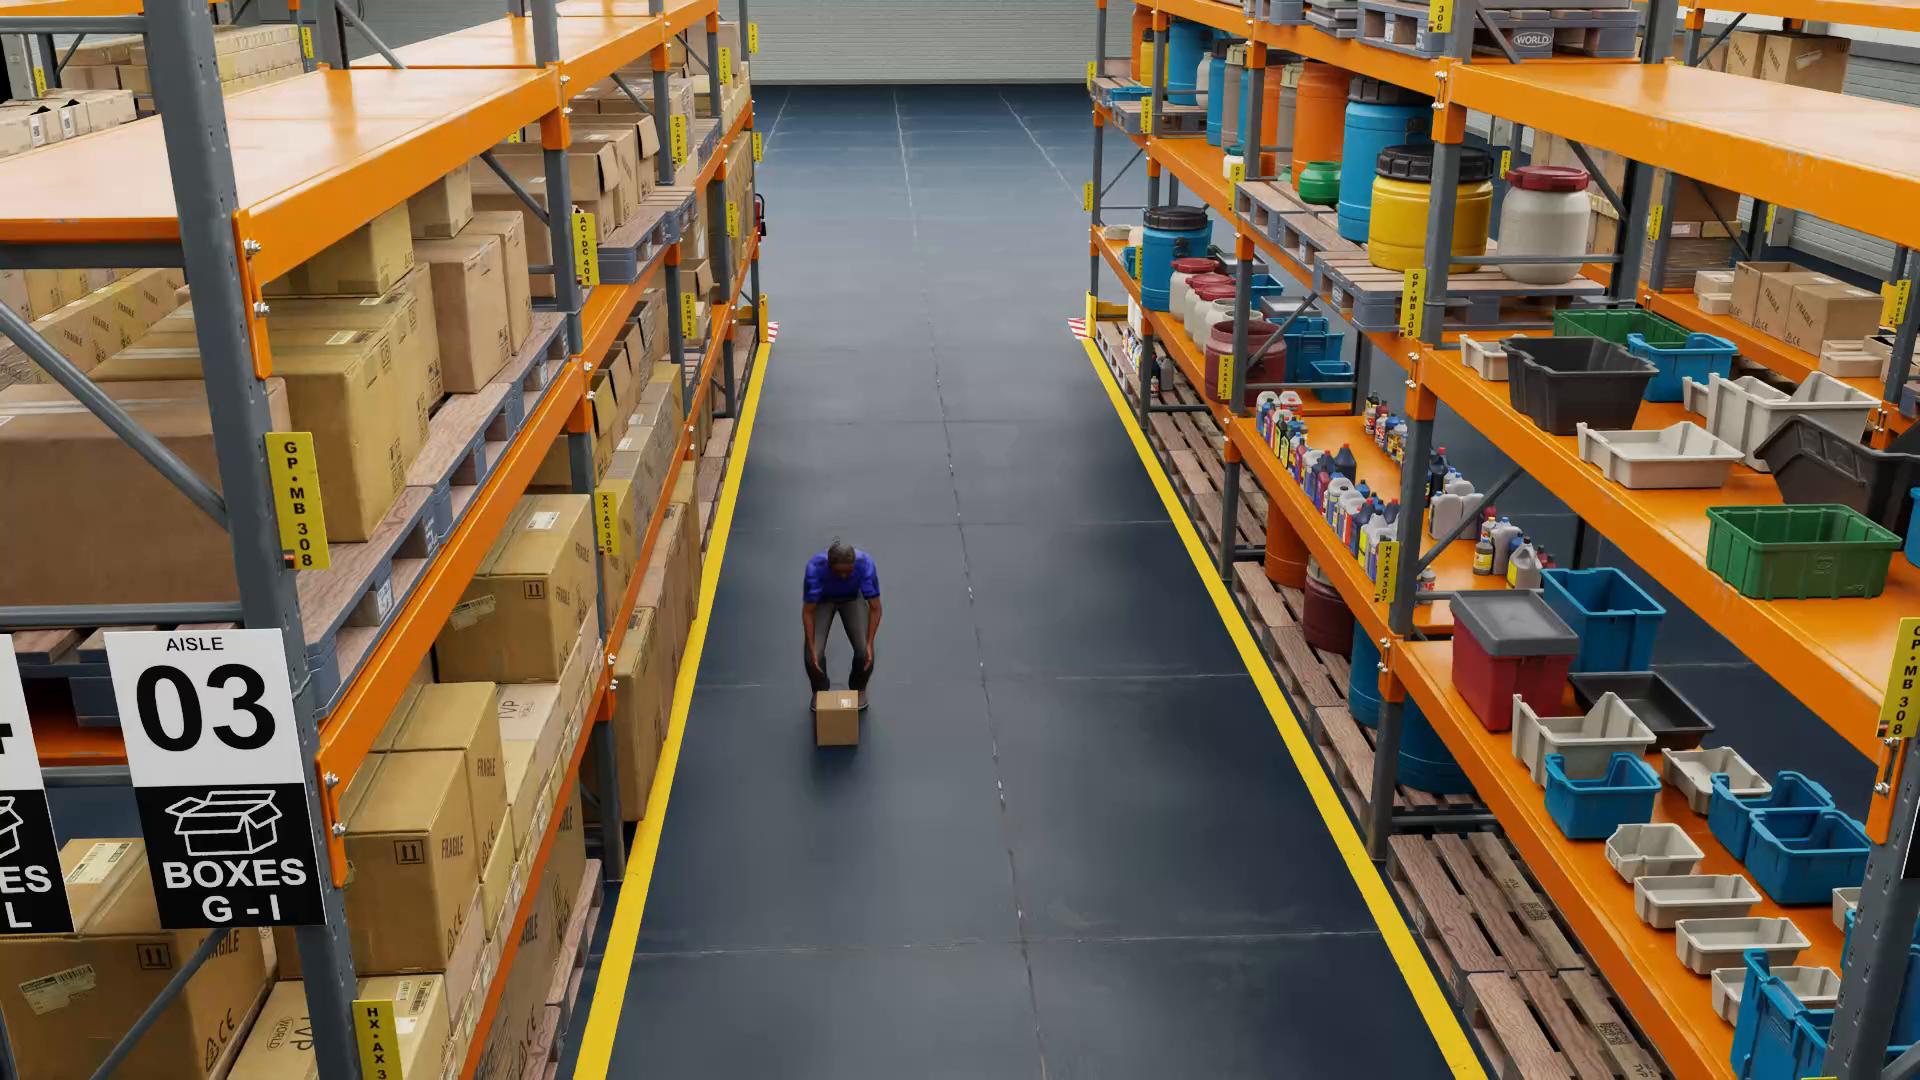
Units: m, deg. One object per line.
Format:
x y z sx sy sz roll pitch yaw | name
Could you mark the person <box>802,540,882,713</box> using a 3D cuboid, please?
-0.734 0.492 10.407 0.496 1.219 0.709 -1 21 -3 | person
